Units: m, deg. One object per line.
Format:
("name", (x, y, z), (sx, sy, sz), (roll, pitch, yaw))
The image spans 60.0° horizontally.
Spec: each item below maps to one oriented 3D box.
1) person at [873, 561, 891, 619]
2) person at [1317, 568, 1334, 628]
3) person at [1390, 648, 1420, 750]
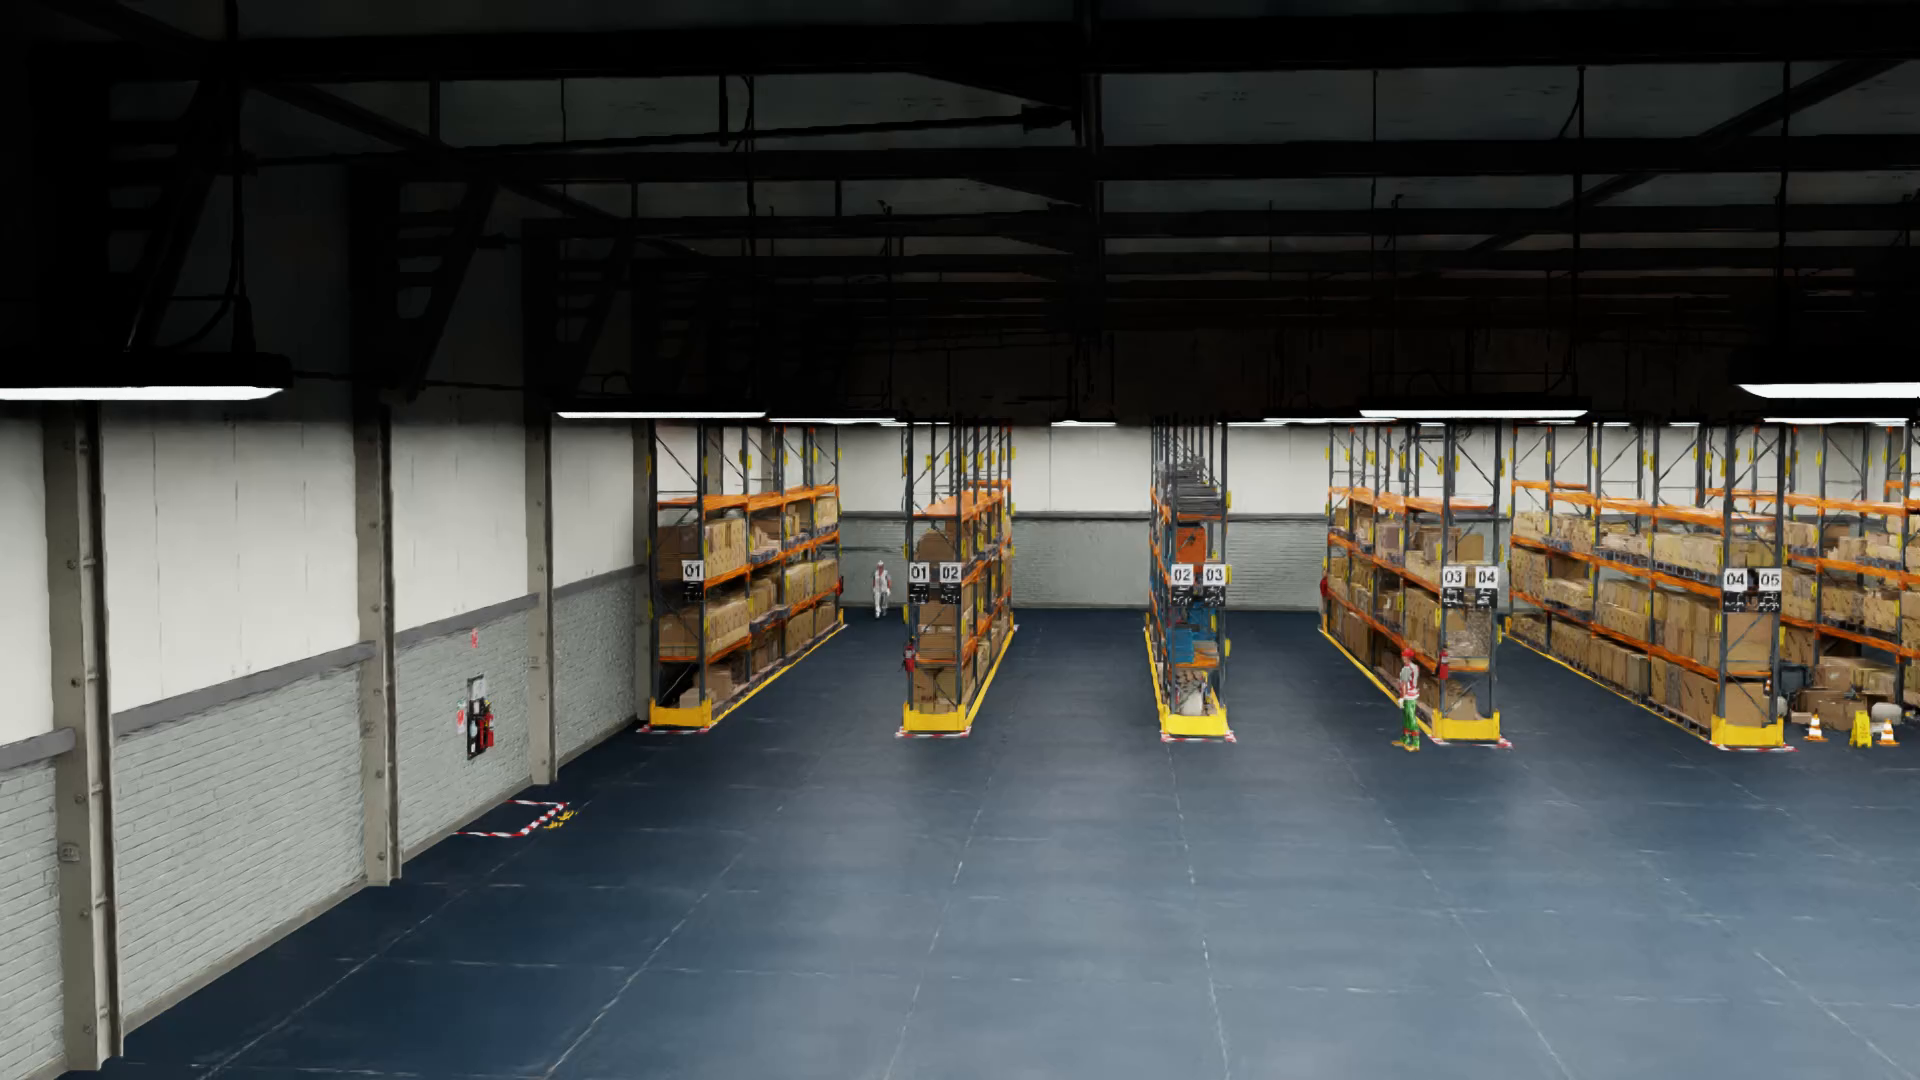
("person", (-2.365, 1.489, 50.047), (0.567, 1.736, 1.044), (0, 4, 4))
("person", (10.582, 1.659, 47.747), (0.605, 1.715, 0.579), (-2, 4, -31))
("person", (7.964, 2.819, 29.671), (0.583, 1.786, 0.658), (2, 4, 28))
